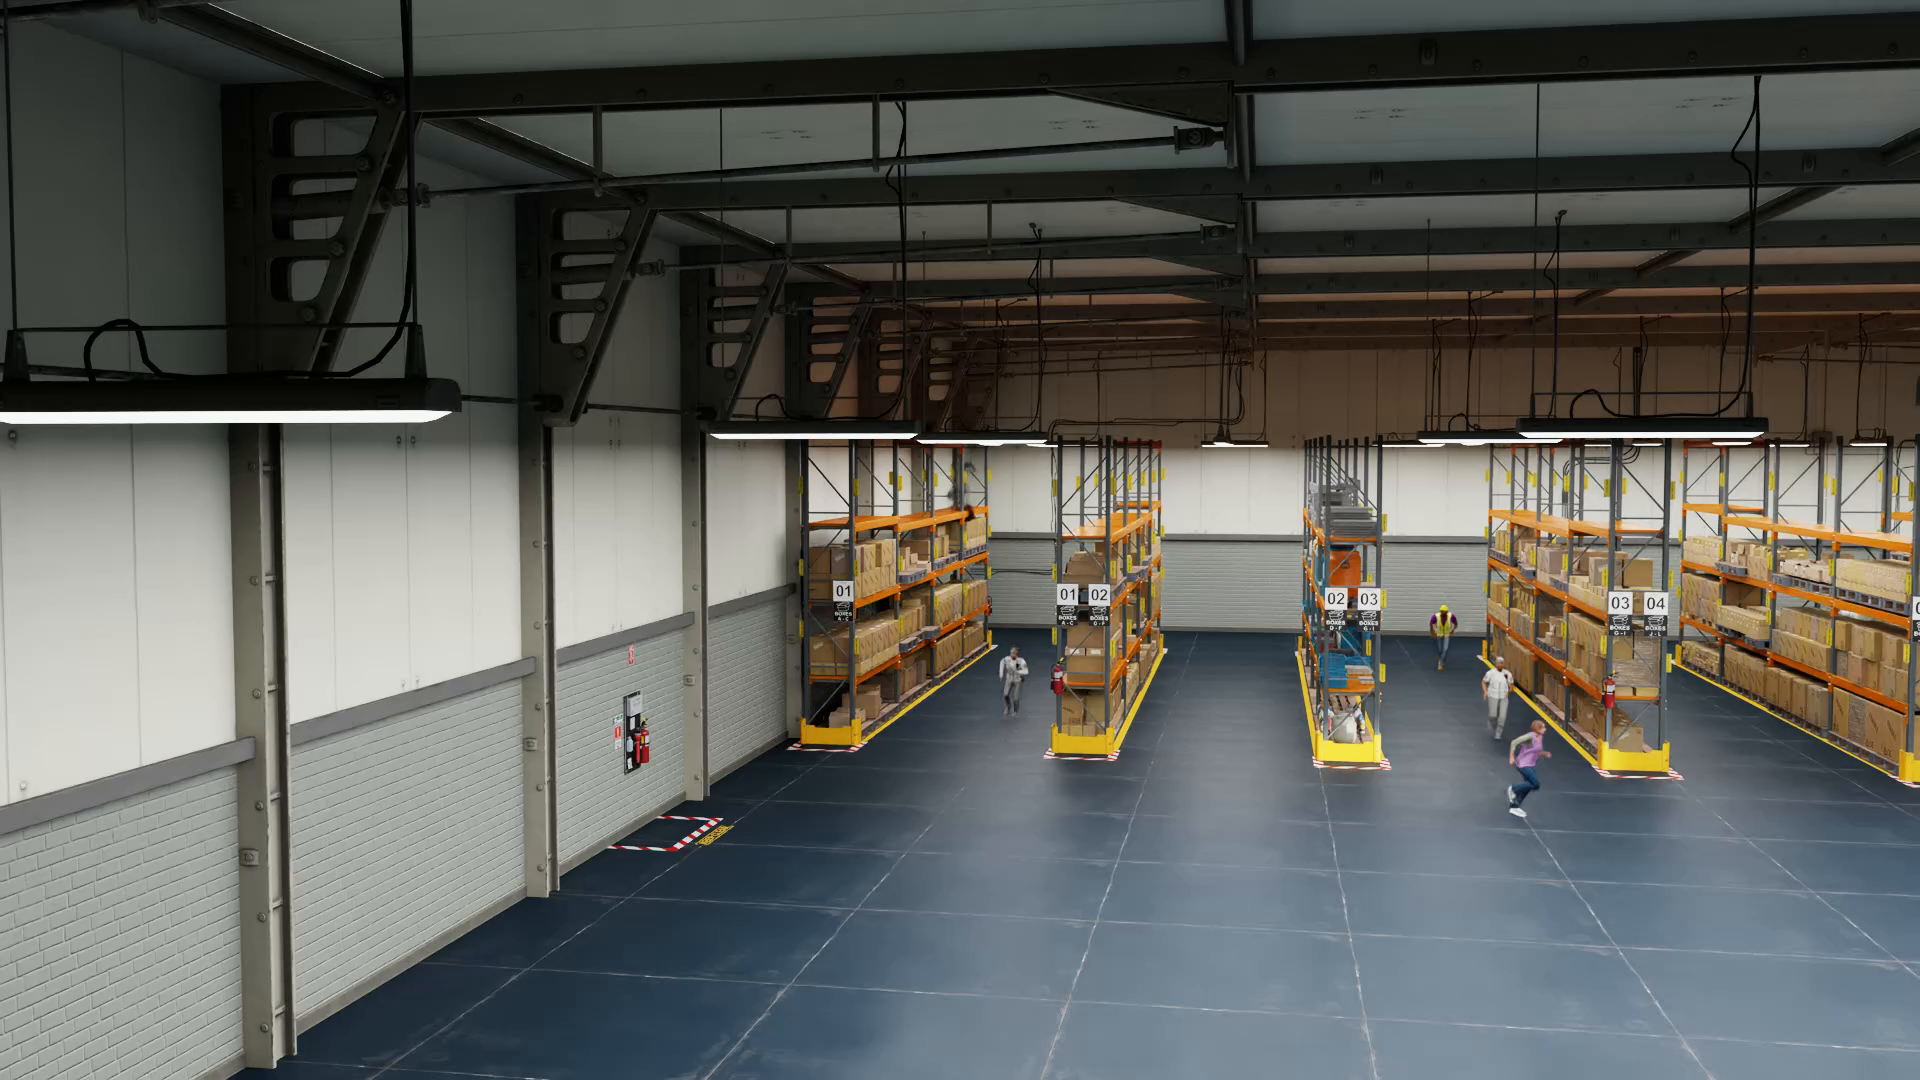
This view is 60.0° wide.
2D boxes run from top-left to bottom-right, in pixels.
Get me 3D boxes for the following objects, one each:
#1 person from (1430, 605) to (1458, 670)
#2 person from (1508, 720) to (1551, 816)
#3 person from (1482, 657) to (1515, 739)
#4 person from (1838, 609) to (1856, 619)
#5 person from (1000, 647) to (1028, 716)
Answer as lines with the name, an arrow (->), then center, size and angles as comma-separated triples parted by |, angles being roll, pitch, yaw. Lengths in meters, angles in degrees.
person -> 12.696, 2.539, 43.679 | 0.701, 1.700, 0.919 | 1, 3, 10
person -> 8.915, 3.563, 26.008 | 0.651, 1.528, 0.525 | 3, 4, 40
person -> 10.704, 3.136, 33.047 | 0.617, 1.621, 0.554 | 1, 3, 12
person -> 24.194, 2.517, 45.082 | 0.949, 1.640, 0.656 | 1, 3, 14
person -> 1.148, 3.043, 35.617 | 0.669, 1.568, 0.739 | 1, 3, 11
